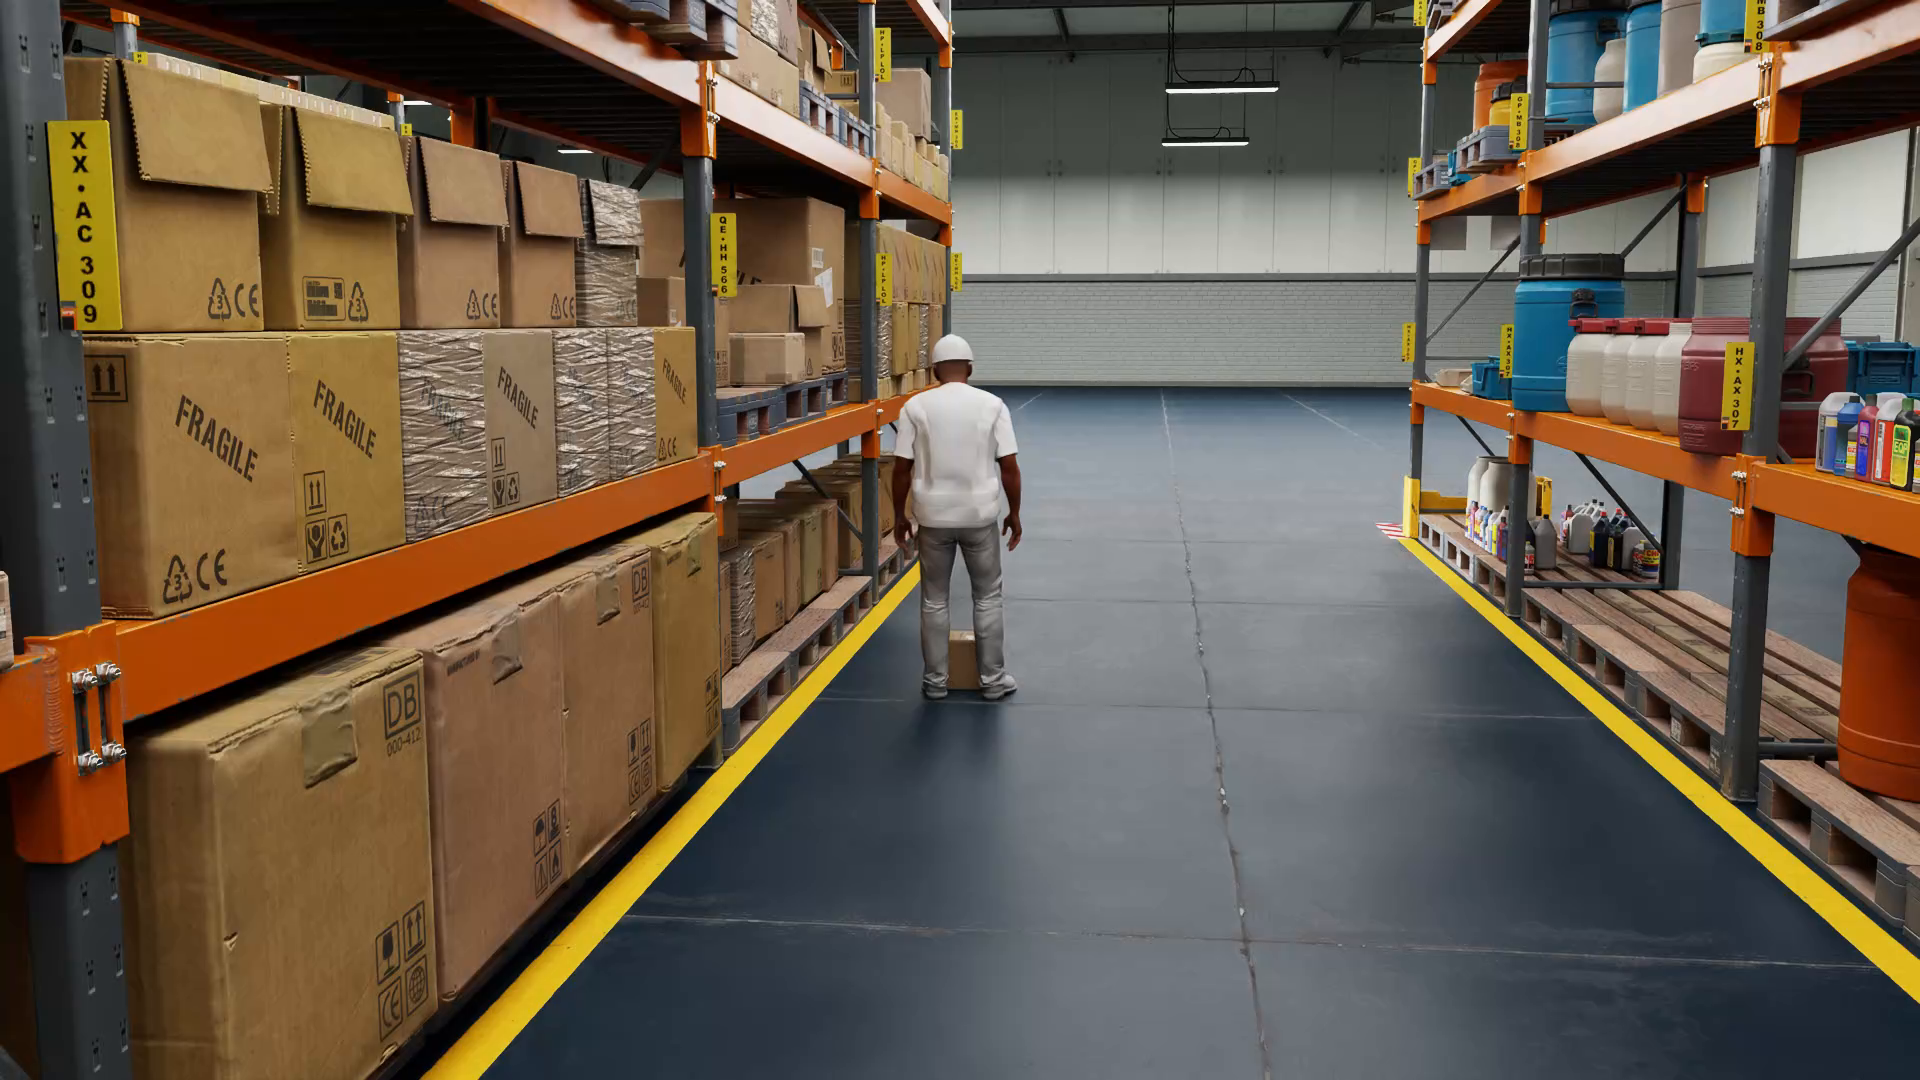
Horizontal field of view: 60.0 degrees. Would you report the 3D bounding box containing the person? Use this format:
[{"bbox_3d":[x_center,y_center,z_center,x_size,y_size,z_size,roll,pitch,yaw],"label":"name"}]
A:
[{"bbox_3d":[-0.015,-0.112,8.075,0.630,1.759,0.460,0,8,3],"label":"person"}]
